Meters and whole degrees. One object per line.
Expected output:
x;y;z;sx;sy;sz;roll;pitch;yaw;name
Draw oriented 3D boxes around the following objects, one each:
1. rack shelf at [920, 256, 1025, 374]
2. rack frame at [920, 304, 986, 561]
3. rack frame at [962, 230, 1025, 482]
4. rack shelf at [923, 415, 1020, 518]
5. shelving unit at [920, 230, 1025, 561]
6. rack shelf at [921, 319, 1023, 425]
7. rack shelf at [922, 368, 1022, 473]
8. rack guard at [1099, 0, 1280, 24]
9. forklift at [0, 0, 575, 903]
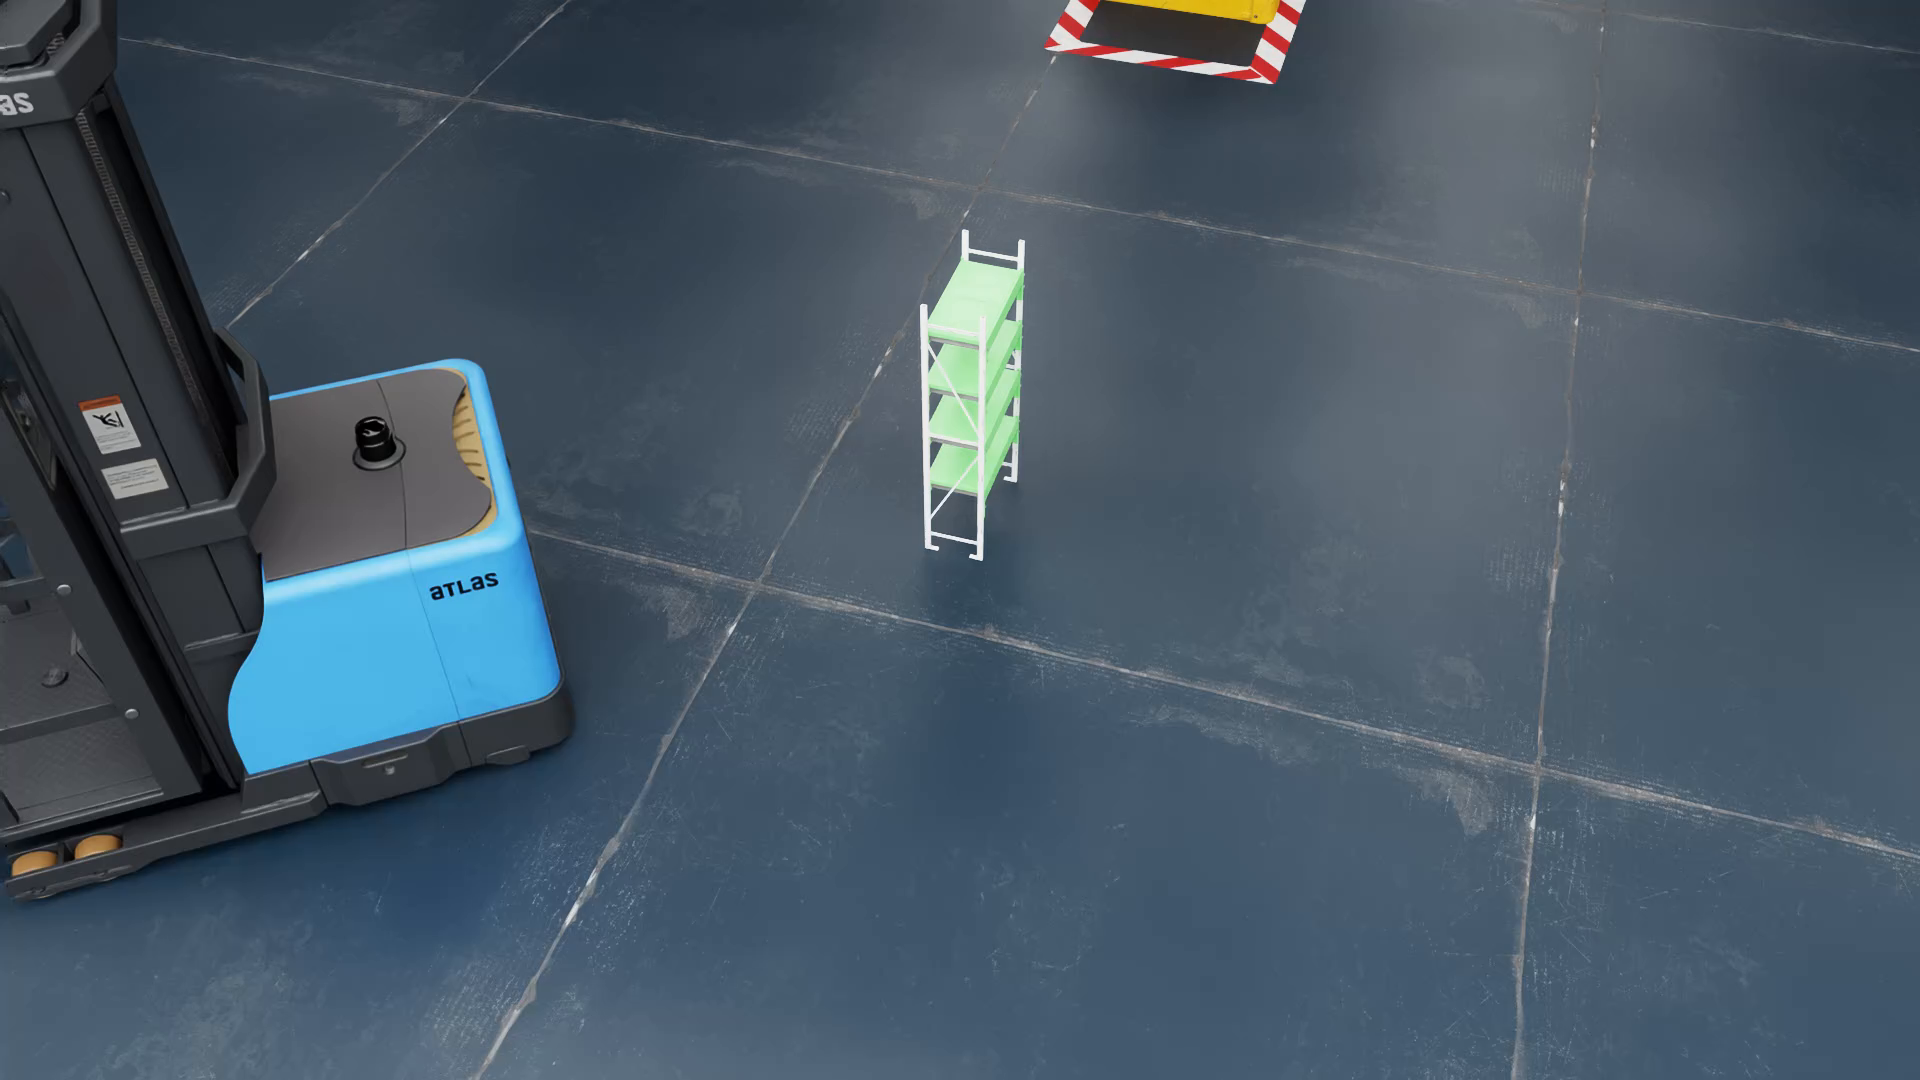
0.050;-0.837;6.152;0.258;0.148;0.480;13;46;12;rack shelf
-0.024;-0.377;6.277;0.240;1.200;0.015;13;46;12;rack frame
0.124;-0.702;6.609;0.240;1.200;0.015;13;46;12;rack frame
0.050;-0.322;6.656;0.258;0.148;0.480;13;46;12;rack shelf
0.050;-0.539;6.443;0.258;1.200;0.503;13;46;12;shelving unit
0.050;-0.665;6.320;0.258;0.148;0.480;13;46;12;rack shelf
0.050;-0.494;6.488;0.258;0.148;0.480;13;46;12;rack shelf
1.341;-3.473;9.942;1.175;0.500;0.348;13;46;13;rack guard
-2.956;-0.275;4.936;3.031;2.935;1.130;-14;46;-14;forklift
